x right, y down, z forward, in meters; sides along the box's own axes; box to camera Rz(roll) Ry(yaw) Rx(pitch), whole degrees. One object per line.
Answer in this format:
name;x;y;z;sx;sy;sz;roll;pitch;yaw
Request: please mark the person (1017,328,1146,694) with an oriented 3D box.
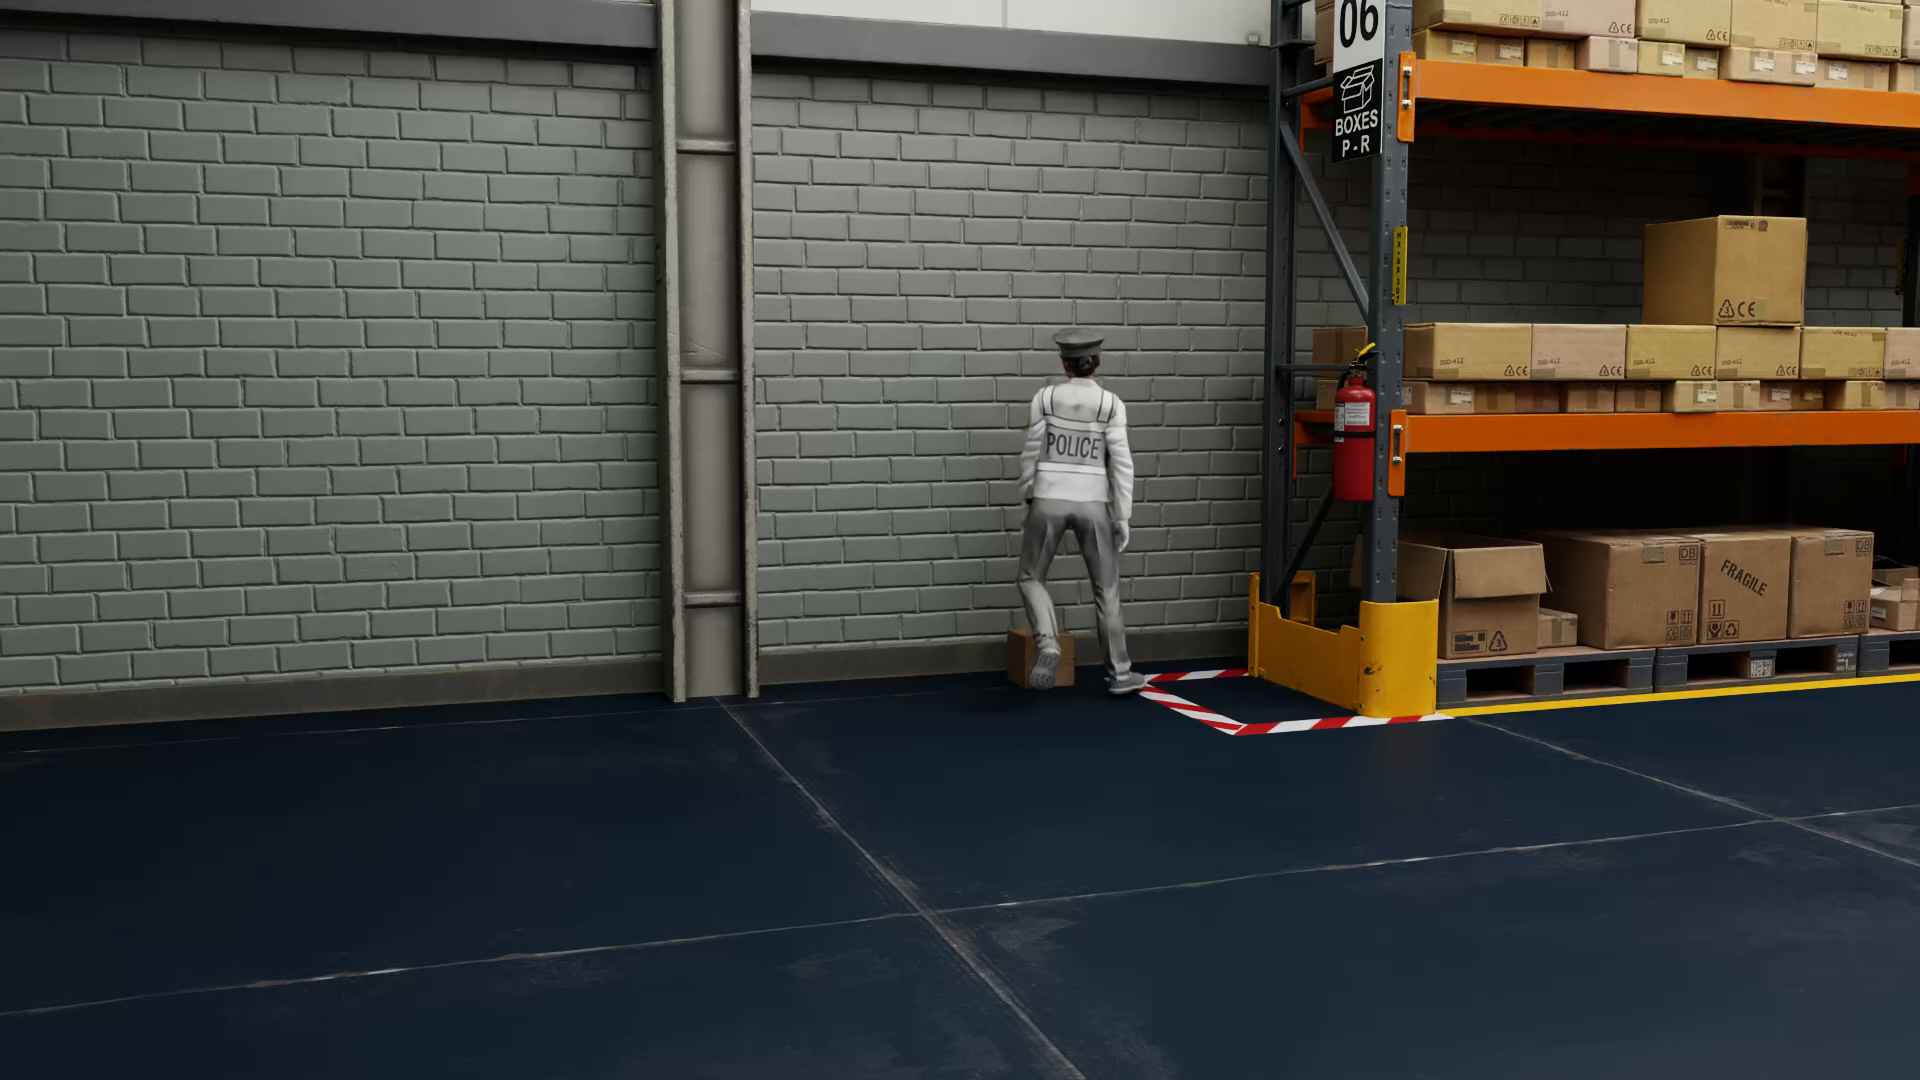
person;0.551;-0.120;7.478;0.598;1.664;0.554;0;6;5
